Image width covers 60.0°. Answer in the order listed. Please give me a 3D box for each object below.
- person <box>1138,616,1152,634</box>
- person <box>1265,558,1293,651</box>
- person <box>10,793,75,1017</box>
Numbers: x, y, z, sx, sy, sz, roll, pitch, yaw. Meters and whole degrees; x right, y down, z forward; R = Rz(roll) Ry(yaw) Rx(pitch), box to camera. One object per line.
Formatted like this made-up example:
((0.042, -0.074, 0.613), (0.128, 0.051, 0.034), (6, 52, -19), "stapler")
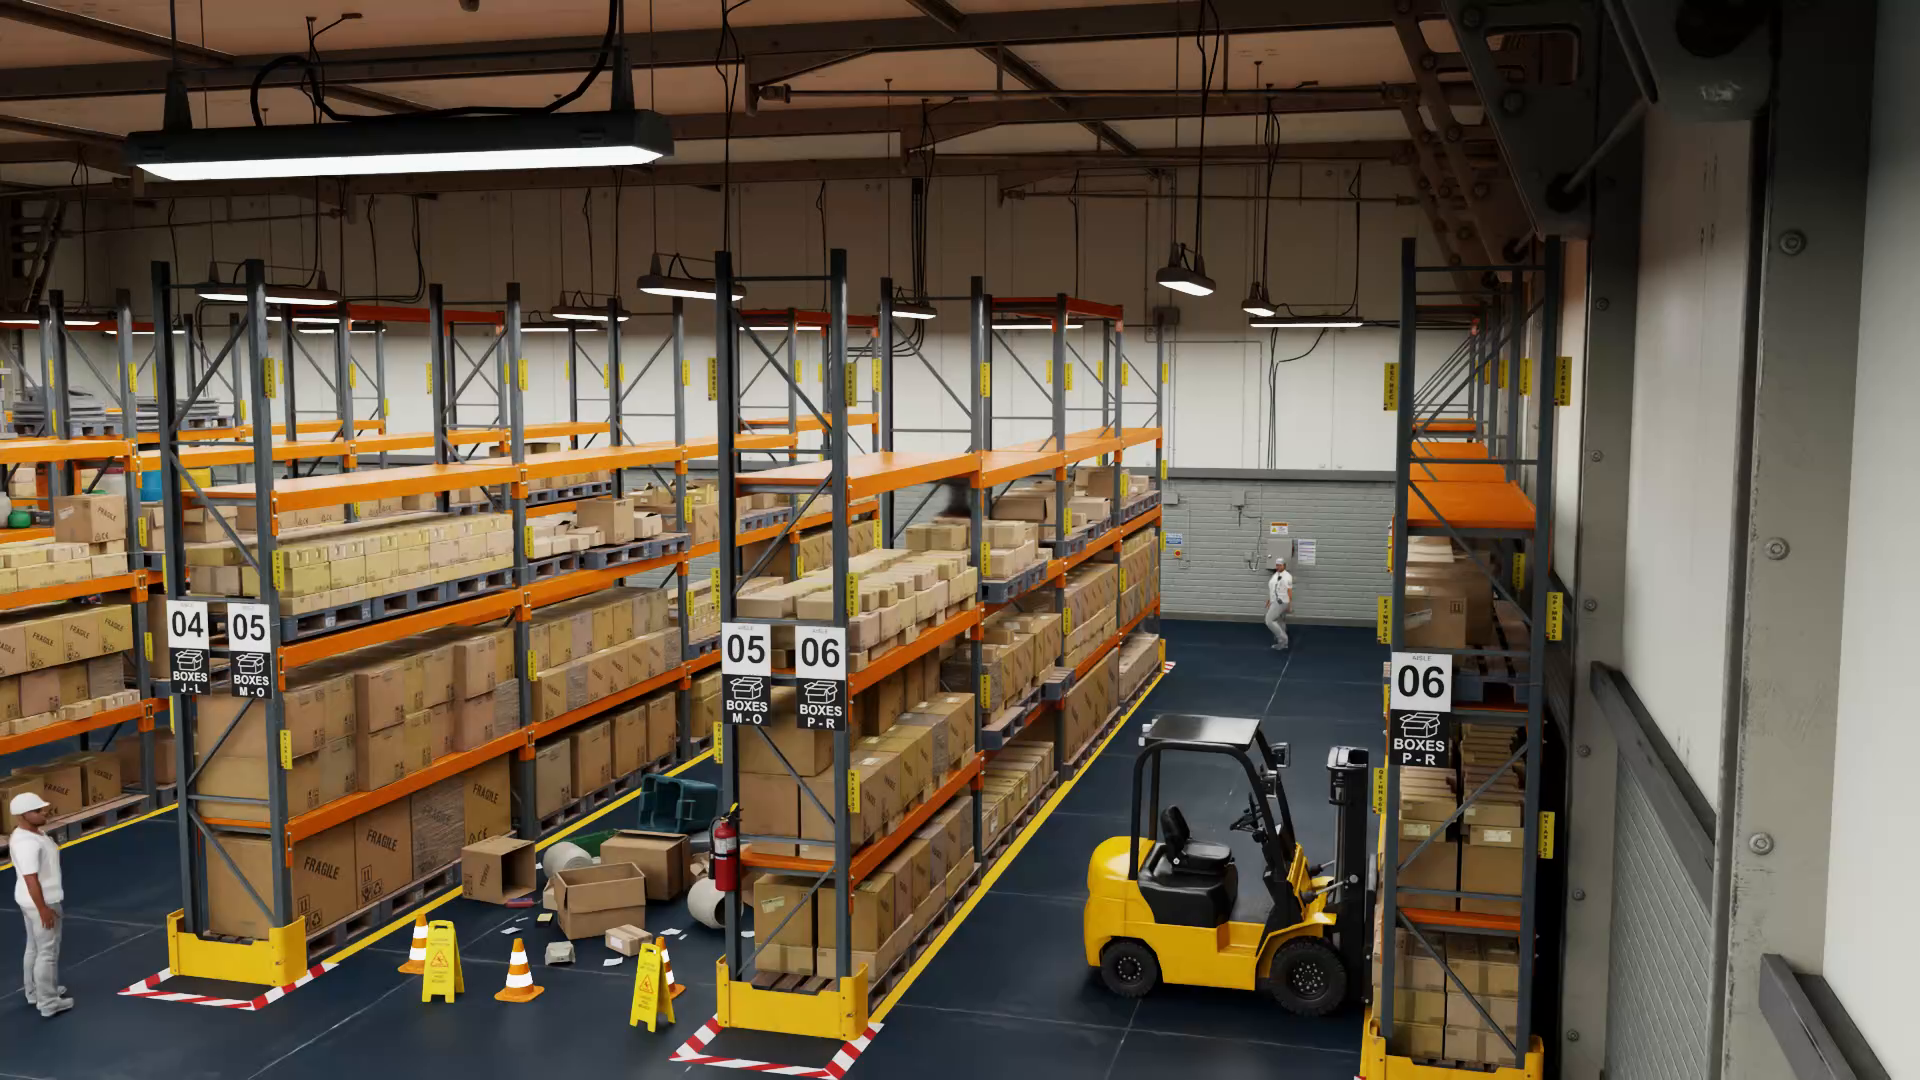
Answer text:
((3.374, 0.984, 31.722), (0.448, 1.645, 0.682), (-3, 7, -28), "person")
((5.751, 1.158, 30.037), (0.475, 1.677, 0.479), (1, 6, 7), "person")
((-7.360, 2.884, 13.299), (0.432, 1.766, 0.585), (-6, 8, -43), "person")
